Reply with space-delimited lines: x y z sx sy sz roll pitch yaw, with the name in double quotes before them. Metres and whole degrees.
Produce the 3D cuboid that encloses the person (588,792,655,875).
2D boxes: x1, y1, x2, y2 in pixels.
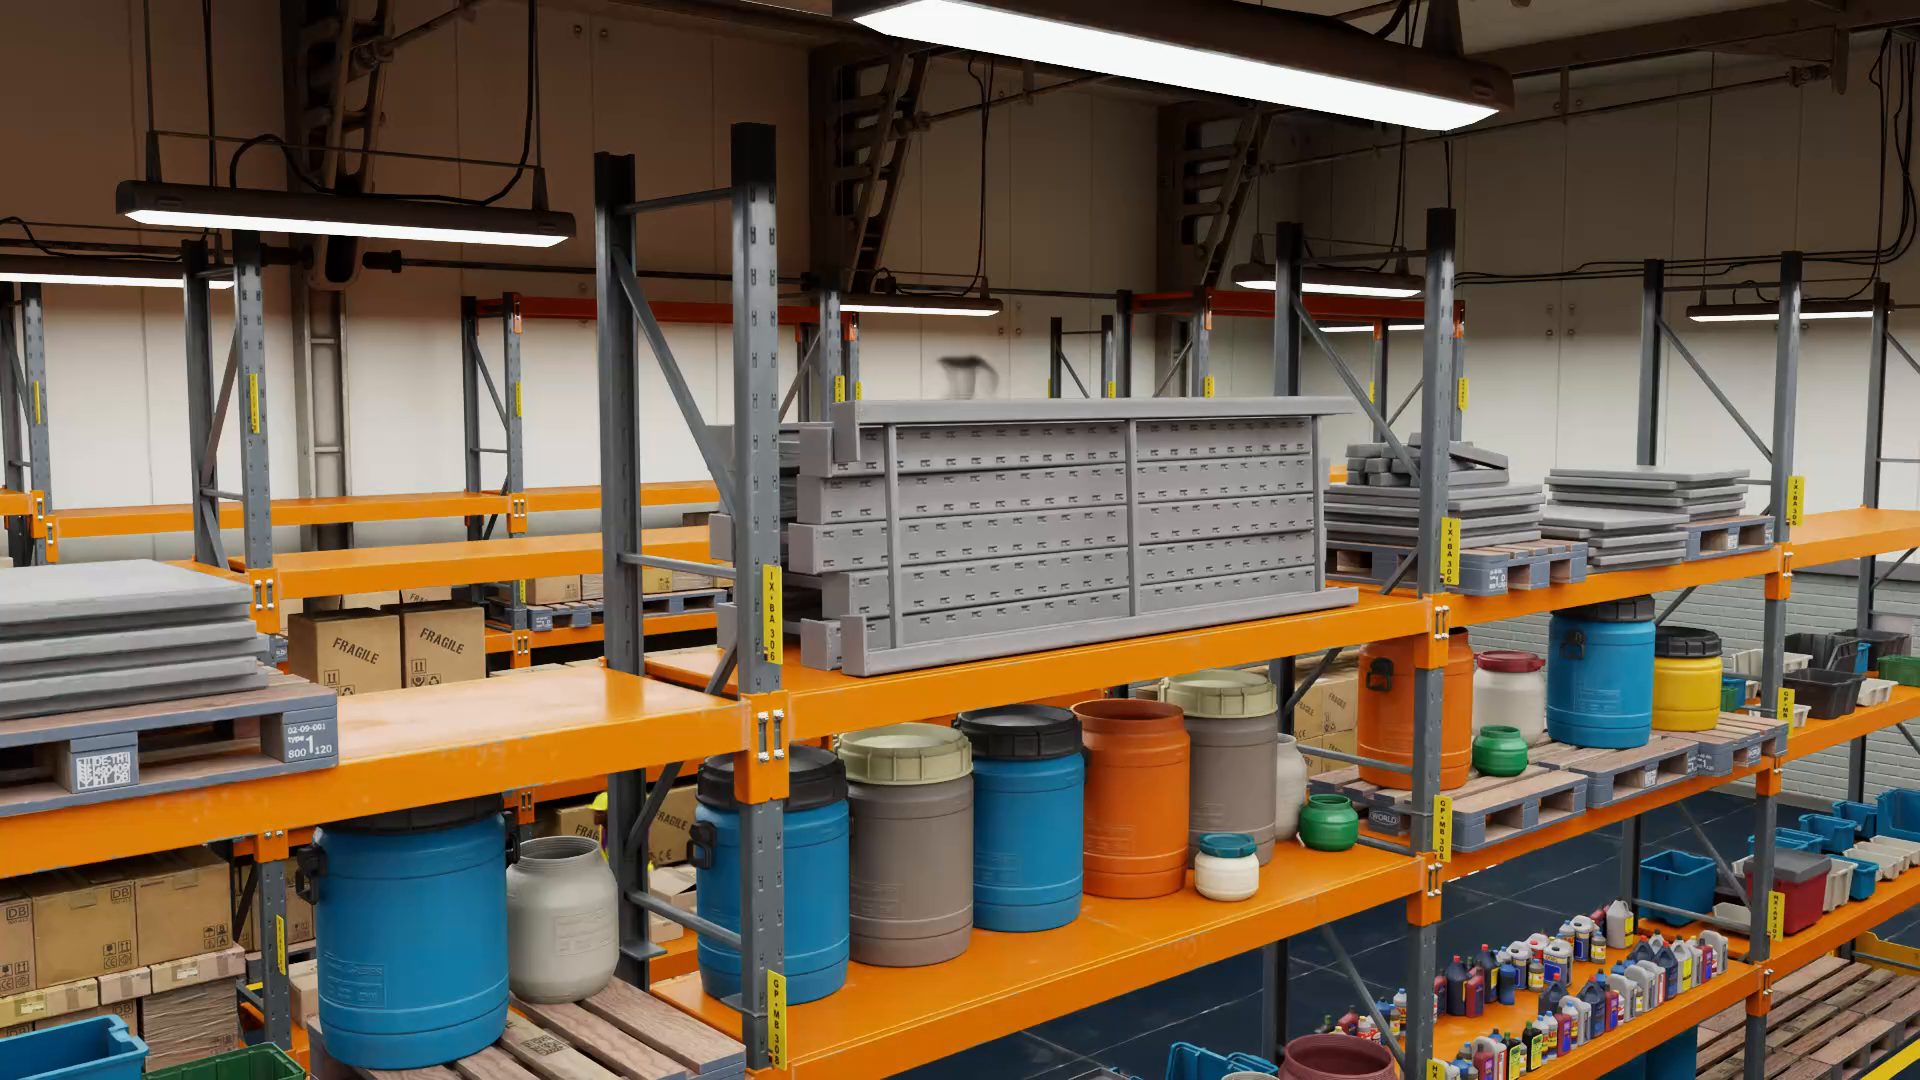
"person" -2.859 2.980 14.449 0.695 1.690 0.800 5 7 43
